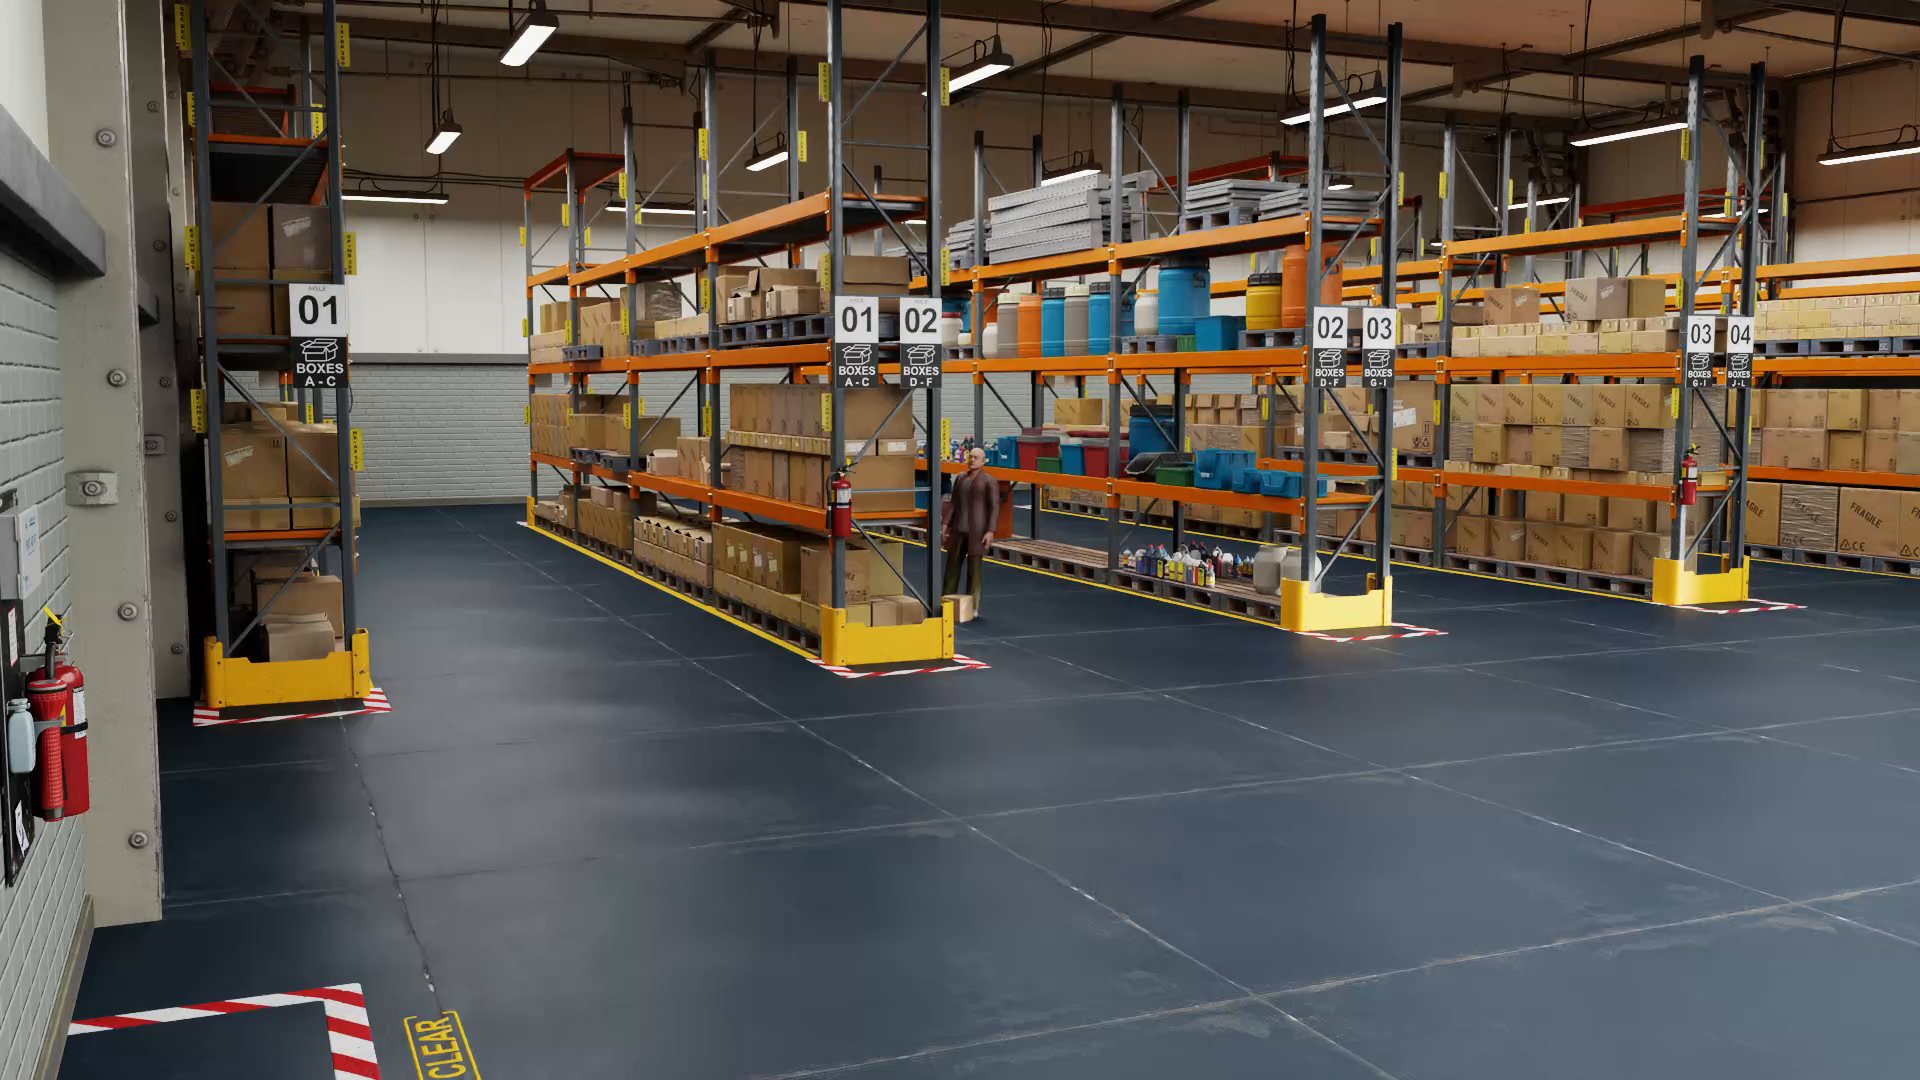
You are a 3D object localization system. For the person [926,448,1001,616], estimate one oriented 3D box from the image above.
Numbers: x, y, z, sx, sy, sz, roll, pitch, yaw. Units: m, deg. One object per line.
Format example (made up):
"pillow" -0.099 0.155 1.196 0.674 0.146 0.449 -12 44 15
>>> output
"person" 0.051 -0.074 17.394 0.693 1.776 0.582 4 6 34
